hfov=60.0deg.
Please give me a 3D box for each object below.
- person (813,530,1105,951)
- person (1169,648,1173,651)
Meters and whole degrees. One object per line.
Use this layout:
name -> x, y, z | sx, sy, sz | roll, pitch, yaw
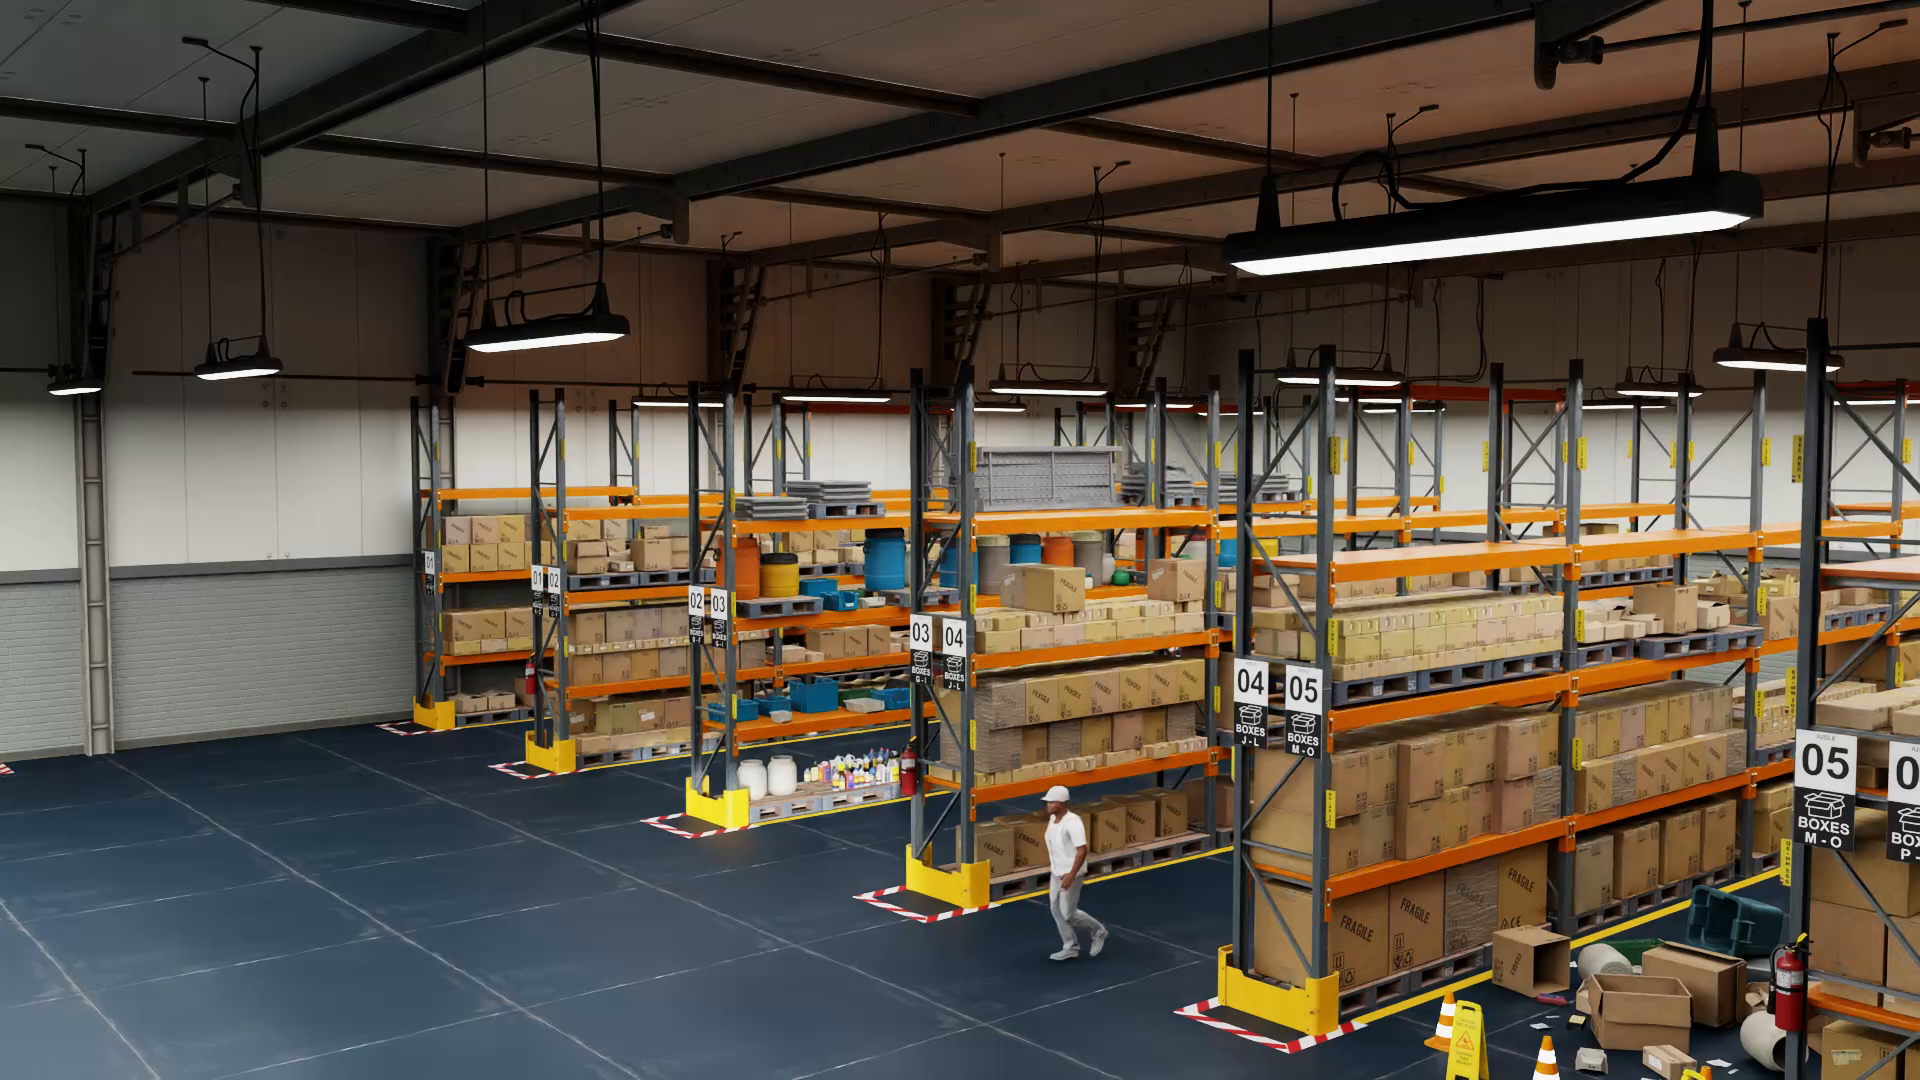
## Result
person -> -0.695, 1.893, 23.120 | 2.599, 3.693, 14.103 | -1, 4, -24
person -> 4.030, 2.548, 30.553 | 0.519, 1.680, 0.373 | 1, 4, 21
